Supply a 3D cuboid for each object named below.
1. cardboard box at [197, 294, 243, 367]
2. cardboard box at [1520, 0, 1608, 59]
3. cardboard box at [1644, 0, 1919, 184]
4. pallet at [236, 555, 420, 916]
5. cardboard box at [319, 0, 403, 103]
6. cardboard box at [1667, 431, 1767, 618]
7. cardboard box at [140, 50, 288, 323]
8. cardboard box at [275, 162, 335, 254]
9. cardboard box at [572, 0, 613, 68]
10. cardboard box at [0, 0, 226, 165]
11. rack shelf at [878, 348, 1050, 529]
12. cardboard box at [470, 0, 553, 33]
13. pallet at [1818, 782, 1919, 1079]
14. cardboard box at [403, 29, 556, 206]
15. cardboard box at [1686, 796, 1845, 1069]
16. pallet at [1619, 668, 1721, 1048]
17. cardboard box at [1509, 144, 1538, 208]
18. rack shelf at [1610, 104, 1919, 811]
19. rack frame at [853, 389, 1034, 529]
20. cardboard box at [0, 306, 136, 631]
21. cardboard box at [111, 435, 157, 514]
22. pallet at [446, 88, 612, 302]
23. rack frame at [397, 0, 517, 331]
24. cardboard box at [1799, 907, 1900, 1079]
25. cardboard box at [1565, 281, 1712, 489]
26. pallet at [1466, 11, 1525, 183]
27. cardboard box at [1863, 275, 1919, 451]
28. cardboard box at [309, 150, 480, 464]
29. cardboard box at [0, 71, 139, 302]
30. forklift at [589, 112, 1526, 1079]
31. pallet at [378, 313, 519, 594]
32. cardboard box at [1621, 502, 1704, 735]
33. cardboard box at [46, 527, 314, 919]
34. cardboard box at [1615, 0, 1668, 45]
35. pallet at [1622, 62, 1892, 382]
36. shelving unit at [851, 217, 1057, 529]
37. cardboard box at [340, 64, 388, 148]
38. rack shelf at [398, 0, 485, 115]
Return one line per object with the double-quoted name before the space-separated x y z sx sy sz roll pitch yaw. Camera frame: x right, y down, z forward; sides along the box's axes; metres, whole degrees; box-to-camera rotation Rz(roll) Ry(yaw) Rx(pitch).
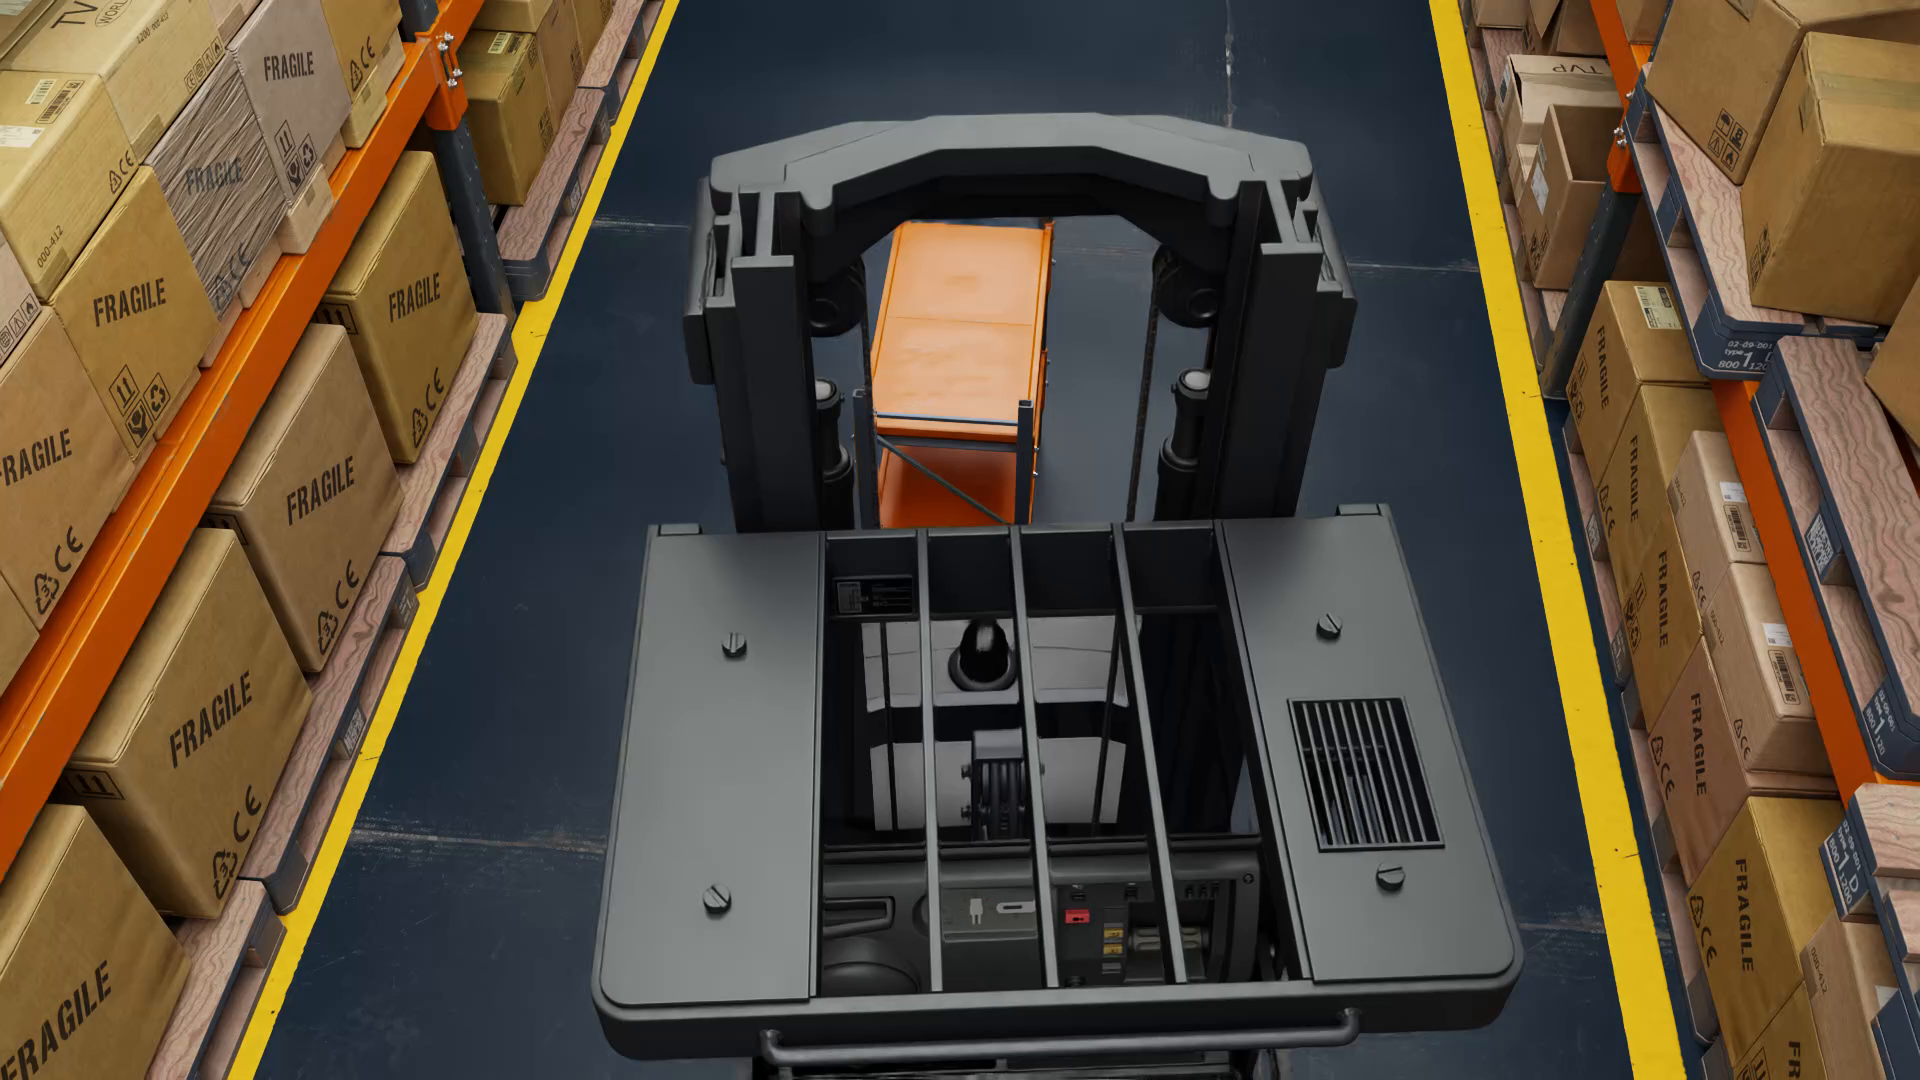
"cardboard box" -2.156 -0.601 4.424 0.380 0.149 0.250 3 48 2
"cardboard box" 2.852 -2.234 7.154 0.797 0.503 0.637 4 48 4
"cardboard box" 2.420 -1.390 4.636 0.700 0.500 0.500 -11 48 -10
"pallet" -2.352 0.535 5.118 1.003 0.211 1.213 4 48 4
"cardboard box" -2.039 -1.662 4.955 0.500 0.500 0.500 3 48 3
"cardboard box" 2.308 -0.031 4.633 0.500 0.250 0.500 4 48 4
"cardboard box" -2.130 -0.918 4.274 0.500 0.500 0.500 4 48 4
"cardboard box" -2.030 -0.960 4.752 0.380 0.149 0.250 4 48 4
"cardboard box" -1.979 -2.464 7.380 0.700 0.500 0.500 5 48 4
"cardboard box" -2.138 -1.161 3.988 0.500 0.250 0.500 5 48 4
"rack shelf" 0.001 -0.220 5.520 0.538 0.278 1.000 4 48 4
"cardboard box" -1.865 -2.177 6.678 0.380 0.149 0.250 5 48 5
"pallet" 2.313 0.954 2.975 1.213 0.211 1.003 4 48 4
"cardboard box" -2.078 -1.718 6.698 0.700 0.500 0.500 4 48 4
"cardboard box" 2.220 1.004 4.195 0.500 0.500 0.500 2 48 2
"pallet" 2.541 0.893 4.790 1.003 0.211 1.213 4 48 4
"cardboard box" 2.429 -1.451 6.678 0.380 0.149 0.250 4 48 4
"rack shelf" 2.503 0.165 4.054 1.077 0.370 4.000 4 48 4
"rack frame" -0.046 -0.011 4.998 0.500 1.125 0.032 4 48 4
"cardboard box" -2.210 -0.168 3.588 0.500 0.500 0.500 4 48 3
"cardboard box" -2.223 -0.214 4.070 0.380 0.149 0.250 4 48 4
"pallet" -2.101 -1.490 6.970 1.003 0.211 1.213 4 48 4
"rack frame" -2.248 -1.878 5.434 1.000 3.000 0.127 4 48 4
"cardboard box" 2.173 1.090 3.608 0.500 0.250 0.500 6 48 5
"cardboard box" 2.399 -0.513 5.582 0.500 0.500 0.500 2 48 2
"pallet" 2.858 -2.009 7.445 1.003 0.211 1.213 4 48 4
"cardboard box" 2.586 -0.420 3.749 0.700 0.500 0.500 -7 48 -6
"cardboard box" -2.178 -0.807 5.628 0.750 0.750 0.750 4 48 4
"cardboard box" -2.184 -0.787 3.646 0.500 0.250 0.500 3 48 3
"forklift" 0.100 0.880 2.959 1.130 2.935 3.031 -2 48 -2
"pallet" -2.243 -0.364 5.940 1.003 0.211 1.213 4 48 4
"cardboard box" 2.308 0.247 4.888 0.500 0.500 0.500 4 48 4
"cardboard box" -2.328 0.471 4.459 0.750 0.750 0.750 4 48 3
"cardboard box" 2.476 -1.965 5.447 0.500 0.500 0.500 5 48 4
"pallet" 2.504 -0.902 4.673 1.003 0.211 1.213 4 48 4
"shelving unit" 0.001 -0.385 5.339 0.538 1.125 1.048 4 48 4
"cardboard box" -1.996 -1.345 5.104 0.380 0.149 0.250 5 48 4
"rack shelf" -2.066 -3.104 7.044 1.077 0.370 4.000 4 48 4
